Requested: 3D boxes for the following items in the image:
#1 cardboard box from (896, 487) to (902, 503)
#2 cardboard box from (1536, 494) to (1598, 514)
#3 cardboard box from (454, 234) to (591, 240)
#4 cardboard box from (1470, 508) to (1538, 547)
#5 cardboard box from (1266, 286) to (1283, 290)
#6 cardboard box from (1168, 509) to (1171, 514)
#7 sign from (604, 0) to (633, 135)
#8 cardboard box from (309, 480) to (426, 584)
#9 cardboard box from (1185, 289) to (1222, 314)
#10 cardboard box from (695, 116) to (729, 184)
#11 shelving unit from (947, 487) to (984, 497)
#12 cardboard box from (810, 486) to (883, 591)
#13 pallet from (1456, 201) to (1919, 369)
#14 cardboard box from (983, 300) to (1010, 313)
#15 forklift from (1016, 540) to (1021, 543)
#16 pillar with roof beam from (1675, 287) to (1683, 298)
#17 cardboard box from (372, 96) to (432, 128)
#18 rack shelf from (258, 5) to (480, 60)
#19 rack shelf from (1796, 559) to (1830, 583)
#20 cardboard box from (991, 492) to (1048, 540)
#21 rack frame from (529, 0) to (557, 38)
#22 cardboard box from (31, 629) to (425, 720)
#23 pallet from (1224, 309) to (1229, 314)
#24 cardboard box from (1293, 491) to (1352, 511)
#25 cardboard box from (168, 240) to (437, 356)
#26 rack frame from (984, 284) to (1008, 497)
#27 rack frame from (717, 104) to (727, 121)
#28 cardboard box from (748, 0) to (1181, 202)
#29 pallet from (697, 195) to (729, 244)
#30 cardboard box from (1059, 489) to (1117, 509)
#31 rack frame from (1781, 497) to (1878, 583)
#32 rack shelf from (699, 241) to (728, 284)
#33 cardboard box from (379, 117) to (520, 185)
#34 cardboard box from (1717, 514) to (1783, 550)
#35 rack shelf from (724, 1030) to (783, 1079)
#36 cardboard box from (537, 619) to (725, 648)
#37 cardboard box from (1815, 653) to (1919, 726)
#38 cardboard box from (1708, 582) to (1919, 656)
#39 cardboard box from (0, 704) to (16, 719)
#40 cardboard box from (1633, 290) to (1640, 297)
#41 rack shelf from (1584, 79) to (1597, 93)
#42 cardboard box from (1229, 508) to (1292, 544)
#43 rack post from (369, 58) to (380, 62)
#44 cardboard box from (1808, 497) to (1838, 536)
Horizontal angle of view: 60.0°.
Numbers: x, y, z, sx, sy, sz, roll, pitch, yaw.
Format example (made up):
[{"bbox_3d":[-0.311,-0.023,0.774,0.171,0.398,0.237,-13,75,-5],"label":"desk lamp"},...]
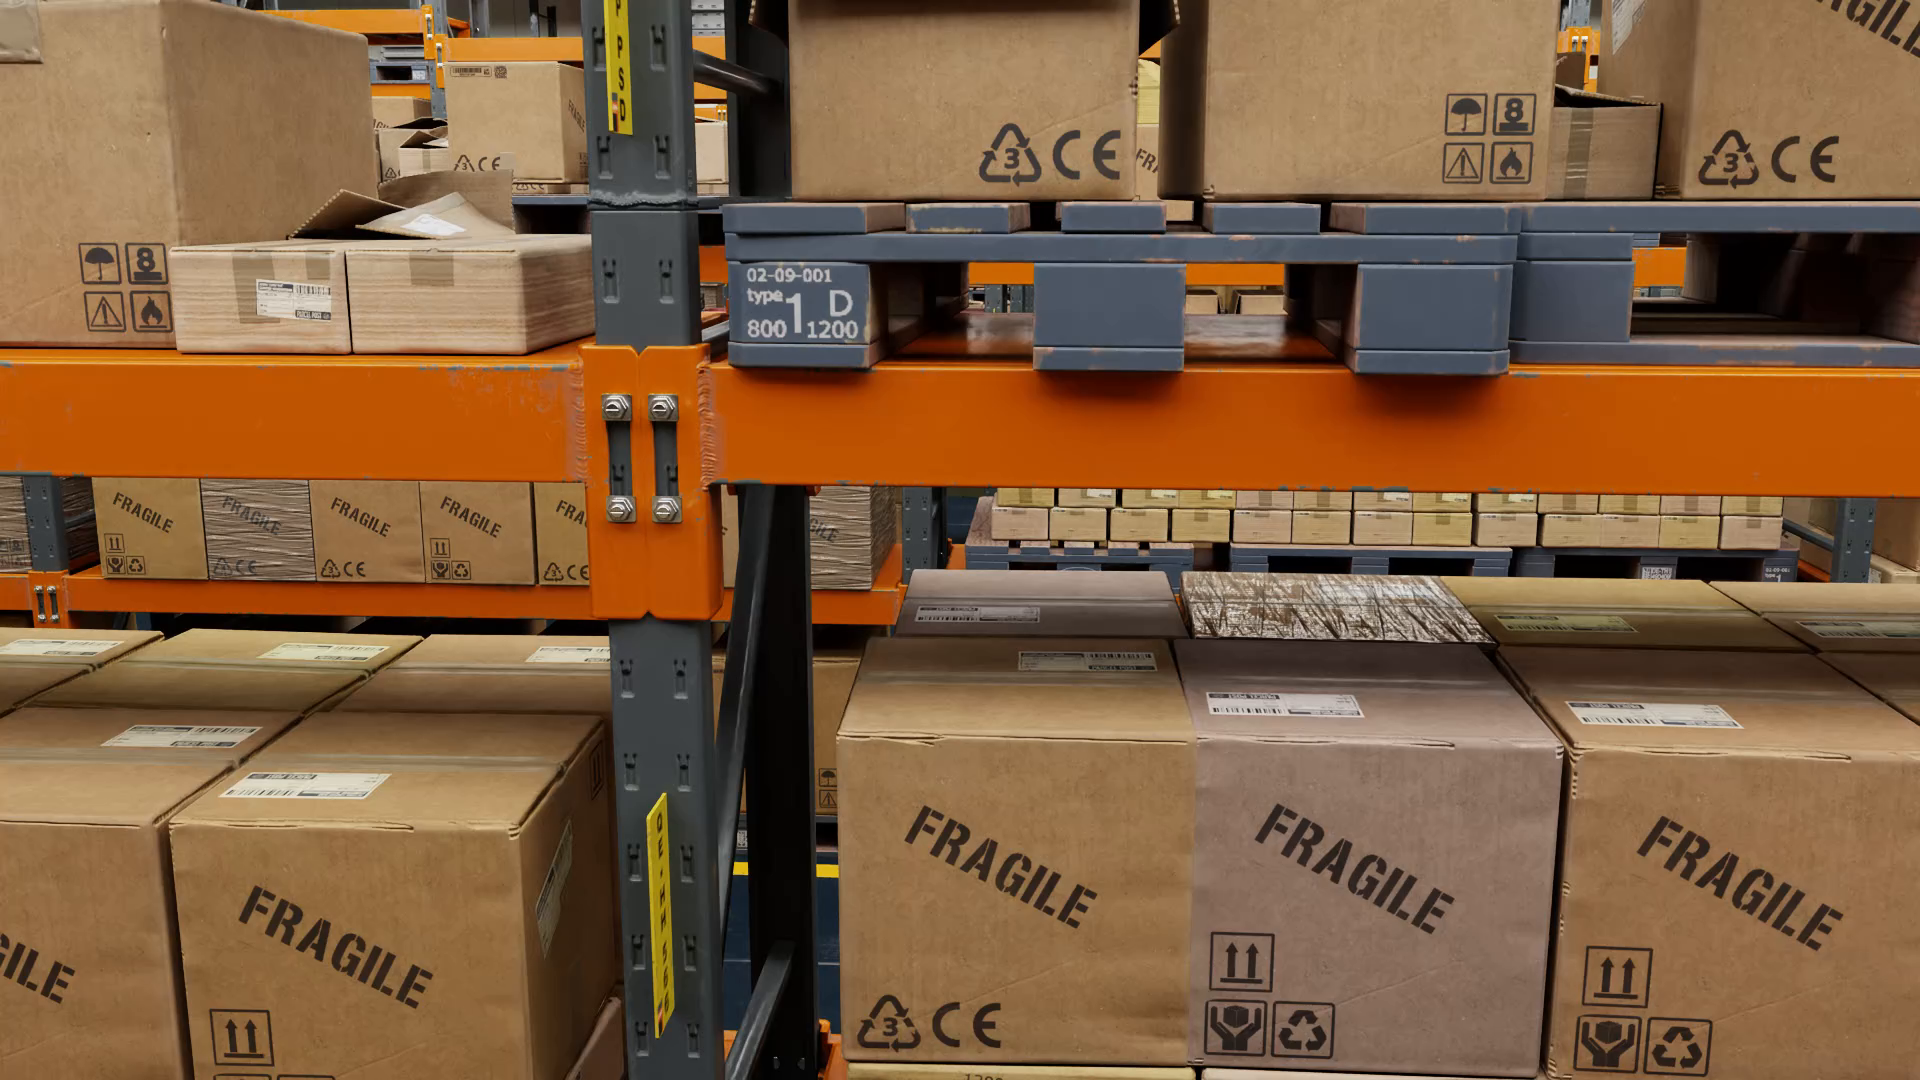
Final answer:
[{"bbox_3d":[-0.397,-0.448,12.782,0.500,0.250,0.500,1,12,6],"label":"cardboard box"},{"bbox_3d":[2.639,-0.223,7.369,0.250,0.149,0.380,0,12,2],"label":"cardboard box"},{"bbox_3d":[-0.691,-0.446,2.860,0.250,0.149,0.380,1,12,4],"label":"cardboard box"},{"bbox_3d":[2.387,-0.080,7.414,0.250,0.149,0.380,0,12,1],"label":"cardboard box"},{"bbox_3d":[4.473,-3.362,22.243,0.500,0.500,0.700,-3,12,-15],"label":"cardboard box"},{"bbox_3d":[1.117,-0.232,8.141,0.250,0.149,0.380,1,12,3],"label":"cardboard box"},{"bbox_3d":[-0.427,-0.672,2.065,0.005,0.325,0.100,1,12,4],"label":"sign"},{"bbox_3d":[-2.640,-0.101,7.683,0.500,0.500,0.500,1,12,3],"label":"cardboard box"},{"bbox_3d":[1.652,-1.603,12.412,0.637,0.503,0.797,1,12,5],"label":"cardboard box"},{"bbox_3d":[-1.221,-1.706,7.220,0.500,0.311,0.500,1,12,4],"label":"cardboard box"},{"bbox_3d":[-0.007,-0.734,14.615,0.755,1.500,0.431,1,12,4],"label":"shelving unit"},{"bbox_3d":[-0.626,-0.074,7.553,0.500,0.500,0.500,1,12,4],"label":"cardboard box"},{"bbox_3d":[1.374,-0.425,2.607,1.213,0.211,1.003,1,12,6],"label":"pallet"},{"bbox_3d":[0.580,-3.080,22.384,0.500,0.311,0.500,2,12,7],"label":"cardboard box"},{"bbox_3d":[1.921,-1.417,14.384,3.031,2.935,1.130,1,12,5],"label":"forklift"},{"bbox_3d":[11.713,-6.209,22.473,0.400,9.000,9.100,1,12,4],"label":"pillar with roof beam"},{"bbox_3d":[-4.183,-3.002,12.277,0.500,0.500,0.500,0,12,2],"label":"cardboard box"},{"bbox_3d":[-5.713,-3.751,12.486,4.000,0.370,1.077,1,12,4],"label":"rack shelf"},{"bbox_3d":[5.828,0.360,7.477,4.000,0.370,1.077,1,12,4],"label":"rack shelf"},{"bbox_3d":[0.275,-0.109,7.552,0.250,0.149,0.380,1,12,3],"label":"cardboard box"},{"bbox_3d":[-6.715,-7.168,27.055,0.127,3.000,1.000,1,12,4],"label":"rack frame"},{"bbox_3d":[-1.342,0.479,3.154,0.500,0.500,0.500,1,12,7],"label":"cardboard box"},{"bbox_3d":[4.141,-2.994,22.225,1.213,0.211,1.003,1,12,4],"label":"pallet"},{"bbox_3d":[1.595,-0.237,7.438,0.250,0.149,0.380,1,12,3],"label":"cardboard box"},{"bbox_3d":[-0.965,-0.370,2.498,0.250,0.149,0.380,1,12,4],"label":"cardboard box"},{"bbox_3d":[0.274,-1.086,12.634,0.127,3.000,1.000,1,12,4],"label":"rack frame"},{"bbox_3d":[-3.052,-6.101,21.955,0.127,3.000,1.000,1,12,4],"label":"rack frame"},{"bbox_3d":[-0.002,-0.811,2.717,0.637,0.503,0.797,0,12,0],"label":"cardboard box"},{"bbox_3d":[-0.804,-1.448,7.499,1.003,0.211,1.213,1,12,6],"label":"pallet"},{"bbox_3d":[0.581,-0.251,7.505,0.250,0.149,0.380,1,12,6],"label":"cardboard box"},{"bbox_3d":[3.833,-0.019,7.534,0.127,3.000,1.000,1,12,4],"label":"rack frame"},{"bbox_3d":[-2.154,-1.218,7.693,4.000,0.370,1.077,1,12,4],"label":"rack shelf"},{"bbox_3d":[-2.386,-1.829,7.807,0.500,0.311,0.500,0,12,2],"label":"cardboard box"},{"bbox_3d":[3.423,-0.067,7.350,0.250,0.149,0.380,1,12,2],"label":"cardboard box"},{"bbox_3d":[-2.384,1.263,3.160,4.000,0.370,1.077,1,12,4],"label":"rack shelf"},{"bbox_3d":[-1.633,0.784,8.165,0.750,0.750,1.050,1,12,5],"label":"cardboard box"},{"bbox_3d":[1.601,0.480,2.463,0.500,0.500,0.500,1,12,5],"label":"cardboard box"},{"bbox_3d":[1.657,0.376,2.960,0.500,0.500,0.500,1,12,3],"label":"cardboard box"},{"bbox_3d":[-1.881,0.578,2.685,0.500,0.500,0.500,0,12,0],"label":"cardboard box"},{"bbox_3d":[8.457,-3.000,21.538,0.500,0.500,0.500,1,12,5],"label":"cardboard box"},{"bbox_3d":[6.591,-4.404,16.579,4.000,0.370,1.077,1,12,4],"label":"rack shelf"},{"bbox_3d":[1.347,-0.095,7.486,0.250,0.149,0.380,1,12,6],"label":"cardboard box"},{"bbox_3d":[-6.632,-4.863,17.257,0.954,0.300,0.937,2,12,10],"label":"rack post"},{"bbox_3d":[4.334,-0.265,7.738,0.500,0.500,0.500,1,12,4],"label":"cardboard box"}]
